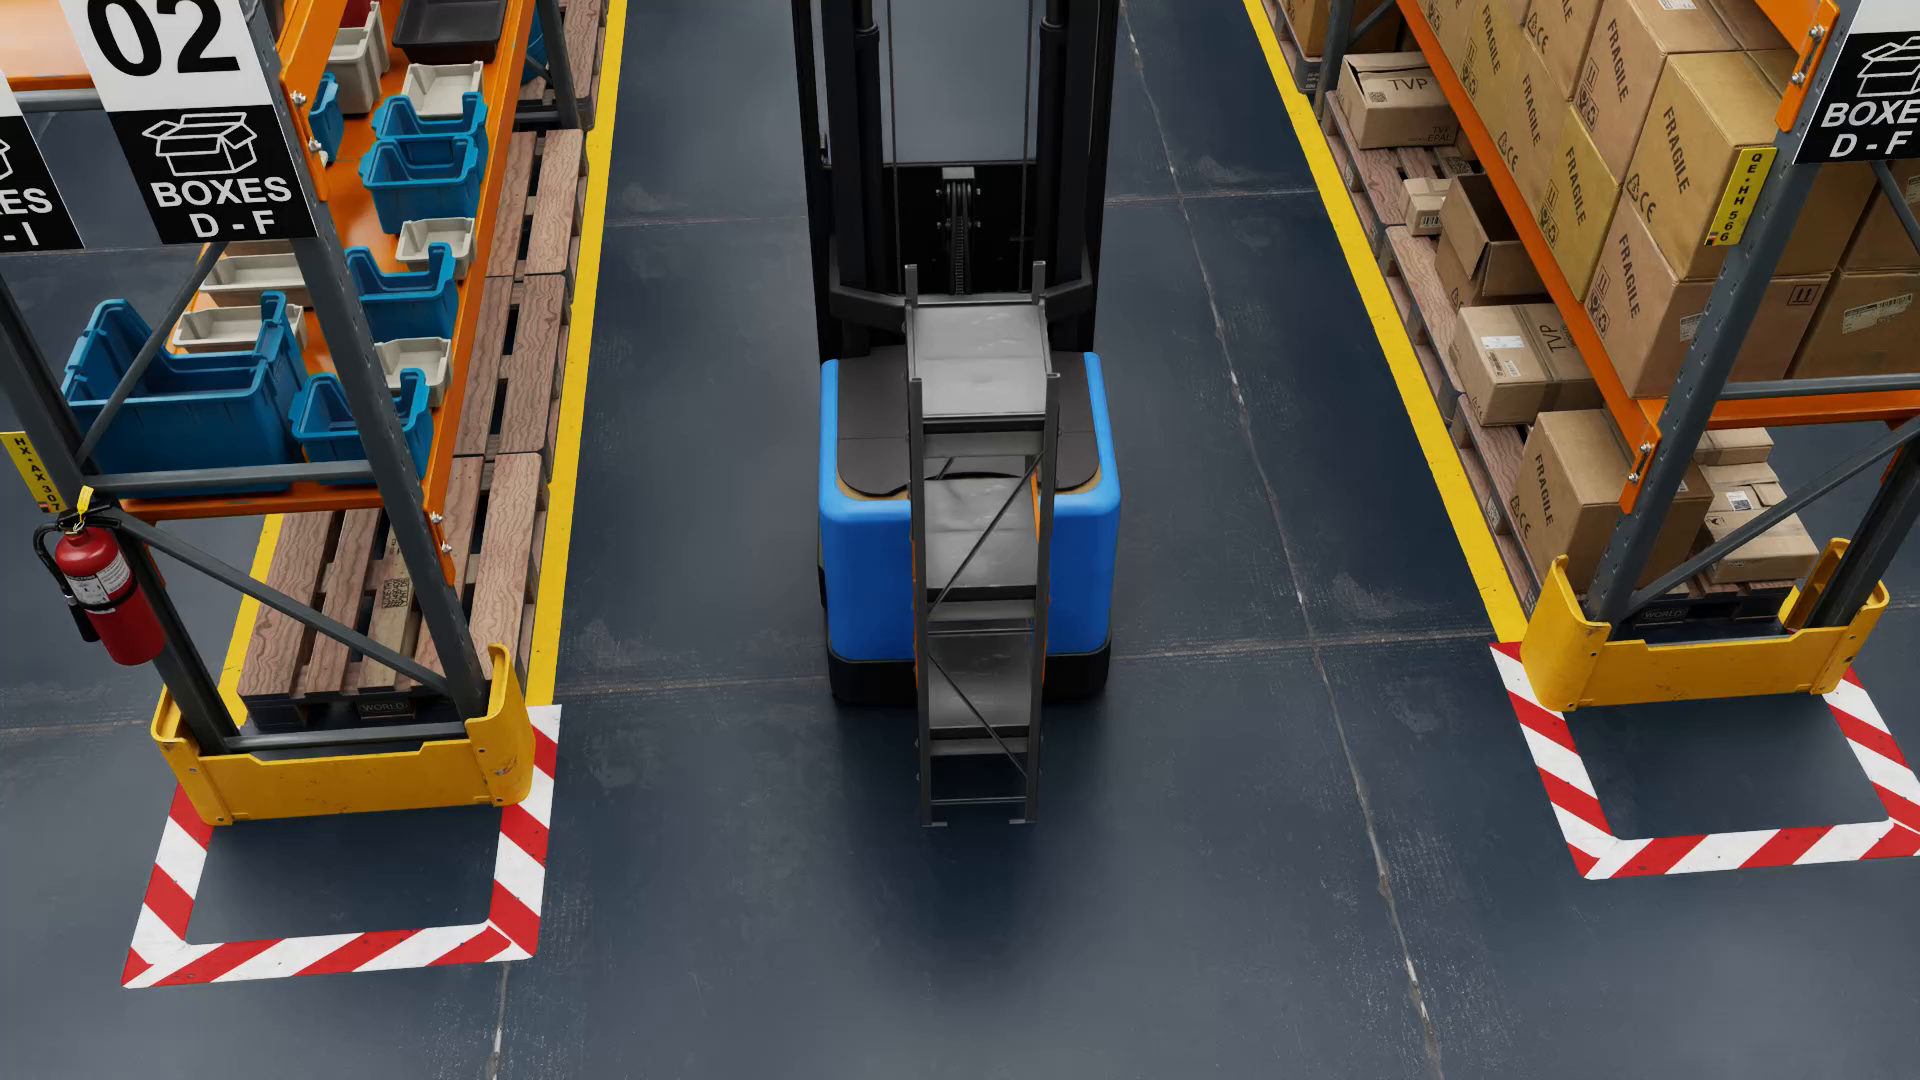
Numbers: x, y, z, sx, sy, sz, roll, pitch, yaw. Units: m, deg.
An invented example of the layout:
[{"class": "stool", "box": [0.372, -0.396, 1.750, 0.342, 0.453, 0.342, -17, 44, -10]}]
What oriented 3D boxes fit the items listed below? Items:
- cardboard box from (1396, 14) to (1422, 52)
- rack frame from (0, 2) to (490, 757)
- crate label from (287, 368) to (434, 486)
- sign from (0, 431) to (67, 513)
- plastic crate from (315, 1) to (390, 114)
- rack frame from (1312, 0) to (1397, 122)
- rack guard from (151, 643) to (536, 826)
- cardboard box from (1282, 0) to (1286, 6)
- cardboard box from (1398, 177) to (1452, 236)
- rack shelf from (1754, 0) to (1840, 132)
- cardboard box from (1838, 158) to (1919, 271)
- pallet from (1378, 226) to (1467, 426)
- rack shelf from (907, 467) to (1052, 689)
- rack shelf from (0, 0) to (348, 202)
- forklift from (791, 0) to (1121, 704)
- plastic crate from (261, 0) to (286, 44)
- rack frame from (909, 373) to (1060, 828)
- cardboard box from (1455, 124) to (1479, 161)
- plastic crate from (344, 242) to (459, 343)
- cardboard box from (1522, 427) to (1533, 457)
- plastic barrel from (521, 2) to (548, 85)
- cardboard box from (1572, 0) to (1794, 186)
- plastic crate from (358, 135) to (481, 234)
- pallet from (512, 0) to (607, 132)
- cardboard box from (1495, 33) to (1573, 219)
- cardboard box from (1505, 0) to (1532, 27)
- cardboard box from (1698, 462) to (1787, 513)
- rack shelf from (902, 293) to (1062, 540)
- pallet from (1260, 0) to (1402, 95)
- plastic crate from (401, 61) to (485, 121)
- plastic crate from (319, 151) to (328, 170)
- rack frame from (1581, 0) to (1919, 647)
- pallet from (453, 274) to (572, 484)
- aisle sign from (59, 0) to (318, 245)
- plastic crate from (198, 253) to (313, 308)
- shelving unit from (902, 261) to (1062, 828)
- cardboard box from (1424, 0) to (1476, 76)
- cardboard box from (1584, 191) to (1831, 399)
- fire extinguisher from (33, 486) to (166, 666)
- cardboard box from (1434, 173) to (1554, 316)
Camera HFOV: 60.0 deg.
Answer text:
[{"class": "cardboard box", "box": [2.639, -3.035, 9.114, 0.500, 0.500, 0.500, -5, 47, -5]}, {"class": "rack frame", "box": [-2.164, -0.186, 4.997, 1.000, 3.000, 0.127, -3, 47, -3]}, {"class": "crate label", "box": [-1.857, -0.348, 5.224, 0.416, 0.233, 0.303, -3, 47, -3]}, {"class": "sign", "box": [-2.711, -0.197, 4.895, 0.100, 0.325, 0.005, -3, 47, -3]}, {"class": "plastic crate", "box": [-2.555, -1.944, 6.702, 0.437, 0.282, 0.530, -3, 47, -3]}, {"class": "rack frame", "box": [2.437, -3.378, 8.020, 1.000, 3.000, 0.127, -3, 47, -3]}, {"class": "rack guard", "box": [-2.149, 0.690, 5.889, 1.175, 0.500, 0.348, -3, 47, -3]}, {"class": "cardboard box", "box": [2.077, -3.368, 9.429, 0.500, 0.500, 0.500, -3, 47, -3]}, {"class": "cardboard box", "box": [2.339, -1.613, 7.997, 0.380, 0.166, 0.250, -3, 47, -3]}, {"class": "rack shelf", "box": [2.604, -2.716, 5.822, 1.077, 0.370, 4.000, -3, 47, -3]}, {"class": "cardboard box", "box": [2.997, -1.200, 5.199, 0.500, 0.500, 0.500, -2, 47, -2]}, {"class": "pallet", "box": [2.599, -1.038, 7.724, 1.003, 0.211, 1.213, -3, 47, -3]}, {"class": "rack shelf", "box": [0.054, 0.124, 5.342, 0.431, 0.518, 0.480, -2, 47, -2]}, {"class": "rack shelf", "box": [-2.332, -2.417, 5.539, 1.077, 0.370, 4.000, -3, 47, -3]}, {"class": "forklift", "box": [-0.028, -1.459, 6.250, 1.130, 2.935, 3.031, -2, 47, -2]}, {"class": "plastic crate", "box": [-1.919, -1.468, 4.235, 0.497, 0.269, 0.590, -3, 47, -3]}, {"class": "rack frame", "box": [0.065, 0.291, 5.164, 0.400, 2.100, 0.015, -2, 47, -2]}, {"class": "cardboard box", "box": [2.767, -2.275, 8.394, 0.500, 0.500, 0.500, -3, 47, -3]}, {"class": "plastic crate", "box": [-1.912, -0.824, 5.675, 0.416, 0.233, 0.300, -3, 47, -3]}, {"class": "cardboard box", "box": [2.537, -0.338, 6.789, 0.380, 0.166, 0.250, -3, 47, -3]}, {"class": "plastic barrel", "box": [-2.528, -2.898, 8.721, 0.600, 0.901, 0.708, -3, 47, -3]}, {"class": "cardboard box", "box": [2.417, -1.533, 5.515, 0.500, 0.500, 0.500, -2, 47, -2]}, {"class": "plastic crate", "box": [-1.967, -1.300, 6.126, 0.416, 0.233, 0.300, -3, 47, -3]}, {"class": "pallet", "box": [-2.522, -2.682, 9.281, 1.003, 0.211, 1.213, -3, 47, -3]}, {"class": "cardboard box", "box": [2.380, -1.563, 6.232, 0.500, 0.500, 0.500, -3, 47, -3]}, {"class": "cardboard box", "box": [2.326, -2.280, 6.222, 0.500, 0.500, 0.500, -2, 47, -2]}, {"class": "cardboard box", "box": [3.058, -0.166, 6.626, 0.380, 0.166, 0.250, -3, 47, -3]}, {"class": "rack shelf", "box": [0.054, -0.358, 4.834, 0.431, 0.518, 0.480, -2, 47, -2]}, {"class": "pallet", "box": [2.331, -3.006, 9.588, 1.003, 0.211, 1.213, -3, 47, -3]}, {"class": "plastic crate", "box": [-2.054, -1.768, 6.636, 0.293, 0.136, 0.466, -3, 47, -3]}, {"class": "plastic crate", "box": [-2.514, -1.319, 6.210, 0.298, 0.136, 0.250, -3, 47, -3]}, {"class": "rack frame", "box": [2.772, -0.484, 5.279, 1.000, 3.000, 0.127, -3, 47, -3]}, {"class": "pallet", "box": [-2.294, -0.707, 7.411, 1.003, 0.211, 1.213, -3, 47, -3]}, {"class": "aisle sign", "box": [-1.862, -1.046, 4.021, 0.394, 0.787, 0.004, -3, 47, -3]}, {"class": "plastic crate", "box": [-2.423, -0.906, 5.819, 0.396, 0.136, 0.243, -3, 47, -3]}, {"class": "shelving unit", "box": [0.054, 0.114, 5.332, 0.431, 2.100, 0.503, -2, 47, -2]}, {"class": "cardboard box", "box": [2.294, -2.295, 6.925, 0.500, 0.500, 0.500, -4, 47, -4]}, {"class": "cardboard box", "box": [2.463, -0.826, 5.534, 0.500, 0.500, 0.500, -2, 47, -2]}, {"class": "fire extinguisher", "box": [-2.605, 0.105, 5.031, 0.296, 0.674, 0.183, -3, 47, -3]}, {"class": "cardboard box", "box": [2.599, -1.312, 7.480, 0.797, 0.503, 0.637, -3, 47, -3]}]
